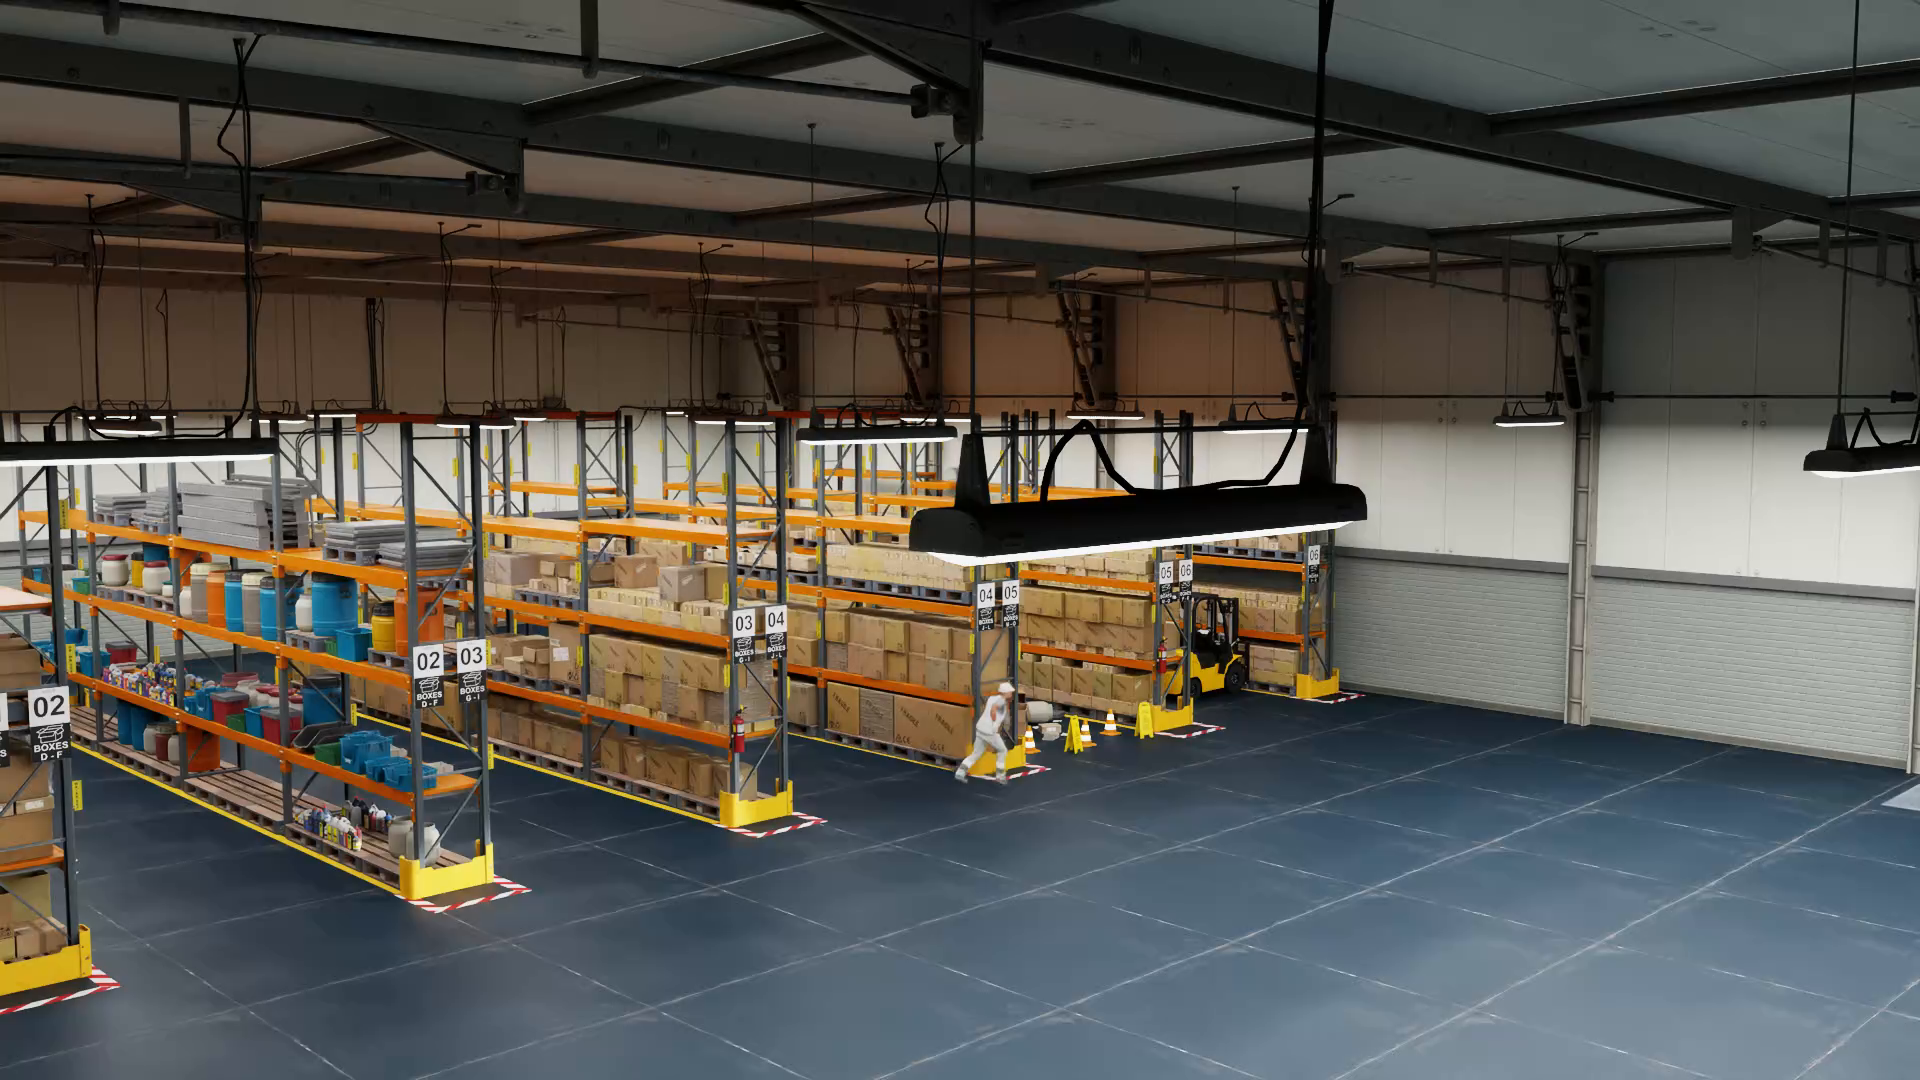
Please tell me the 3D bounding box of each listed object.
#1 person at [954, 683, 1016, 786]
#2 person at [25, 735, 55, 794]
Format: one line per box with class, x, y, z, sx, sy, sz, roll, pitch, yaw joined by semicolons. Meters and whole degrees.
person;0.408;3.183;26.832;1.055;1.732;0.706;-2;5;-20
person;-14.758;3.206;26.605;0.841;1.720;0.548;5;7;44
